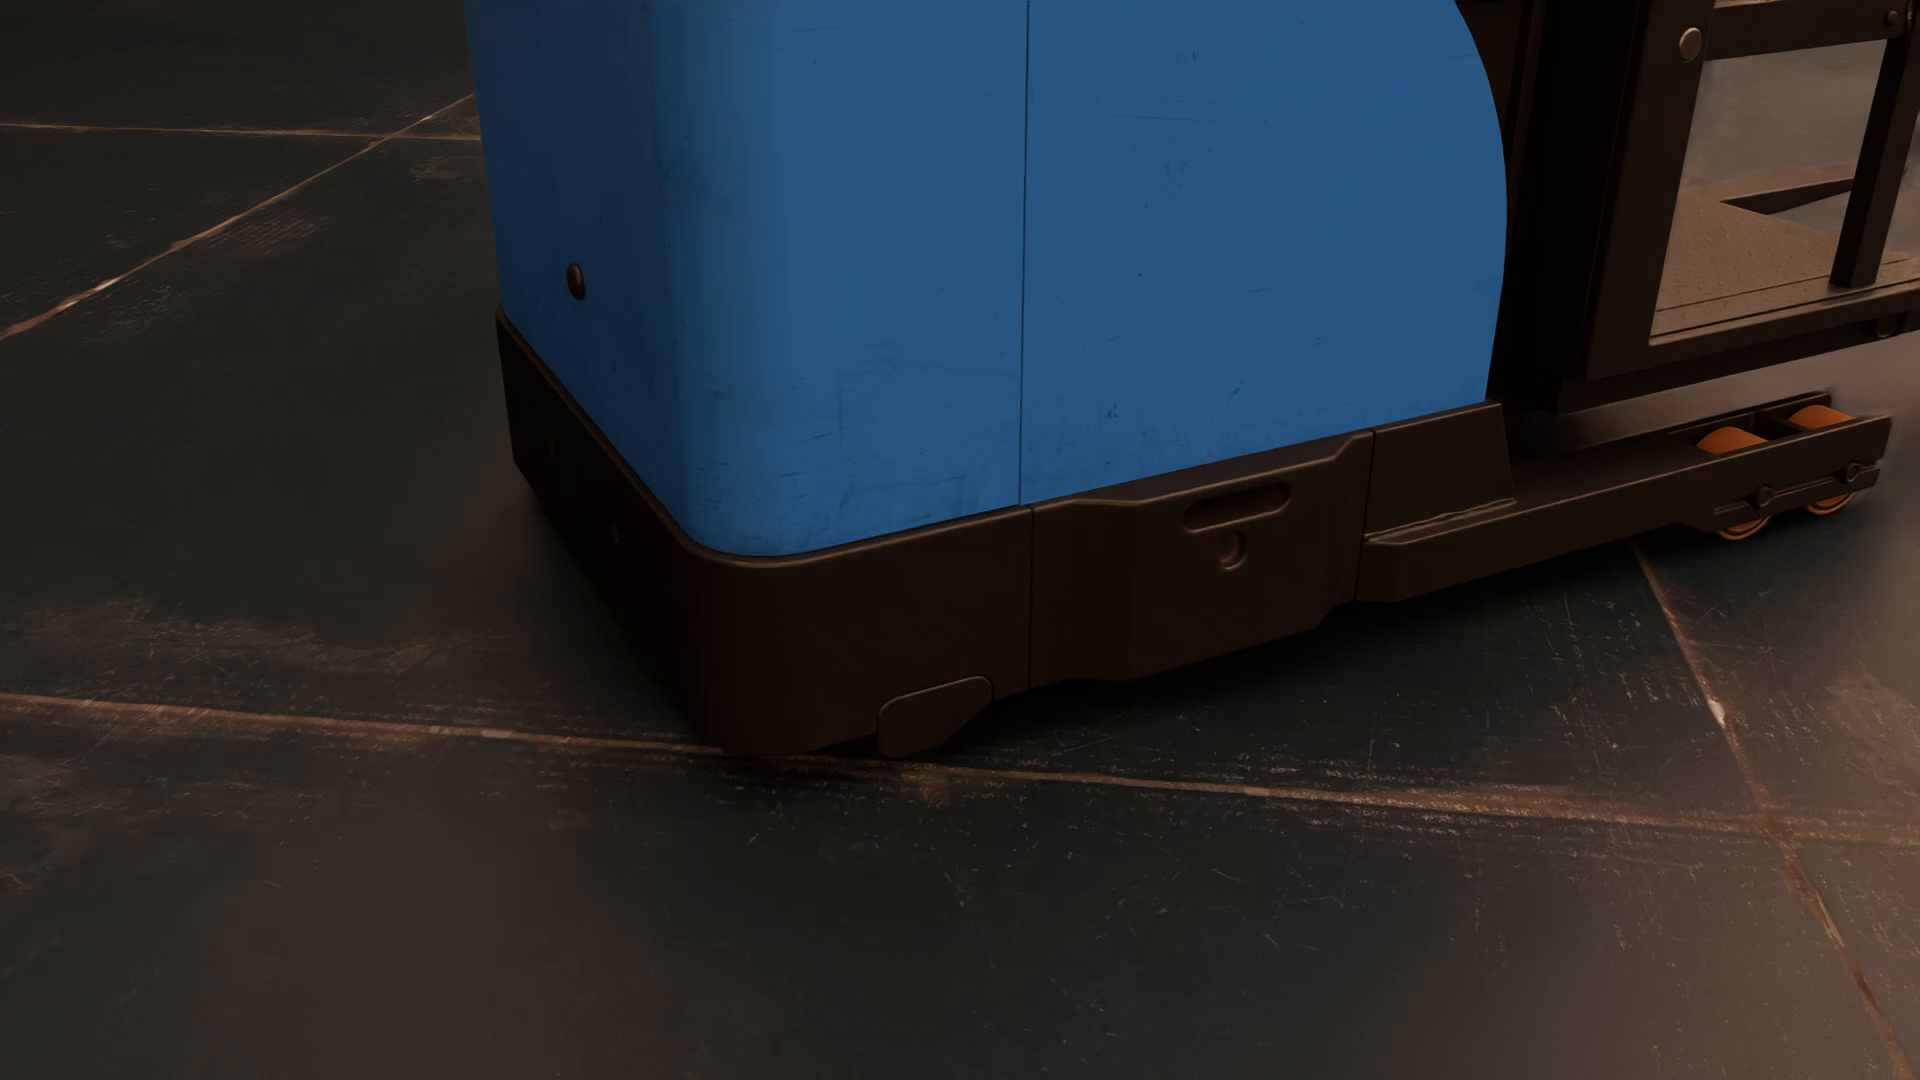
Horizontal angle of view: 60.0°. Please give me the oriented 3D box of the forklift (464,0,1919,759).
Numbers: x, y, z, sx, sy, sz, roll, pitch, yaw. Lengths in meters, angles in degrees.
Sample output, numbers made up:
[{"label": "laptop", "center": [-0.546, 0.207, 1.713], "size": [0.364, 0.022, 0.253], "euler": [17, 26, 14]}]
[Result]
[{"label": "forklift", "center": [0.851, -1.507, 2.238], "size": [3.031, 2.935, 1.130], "euler": [-13, 29, -24]}]
